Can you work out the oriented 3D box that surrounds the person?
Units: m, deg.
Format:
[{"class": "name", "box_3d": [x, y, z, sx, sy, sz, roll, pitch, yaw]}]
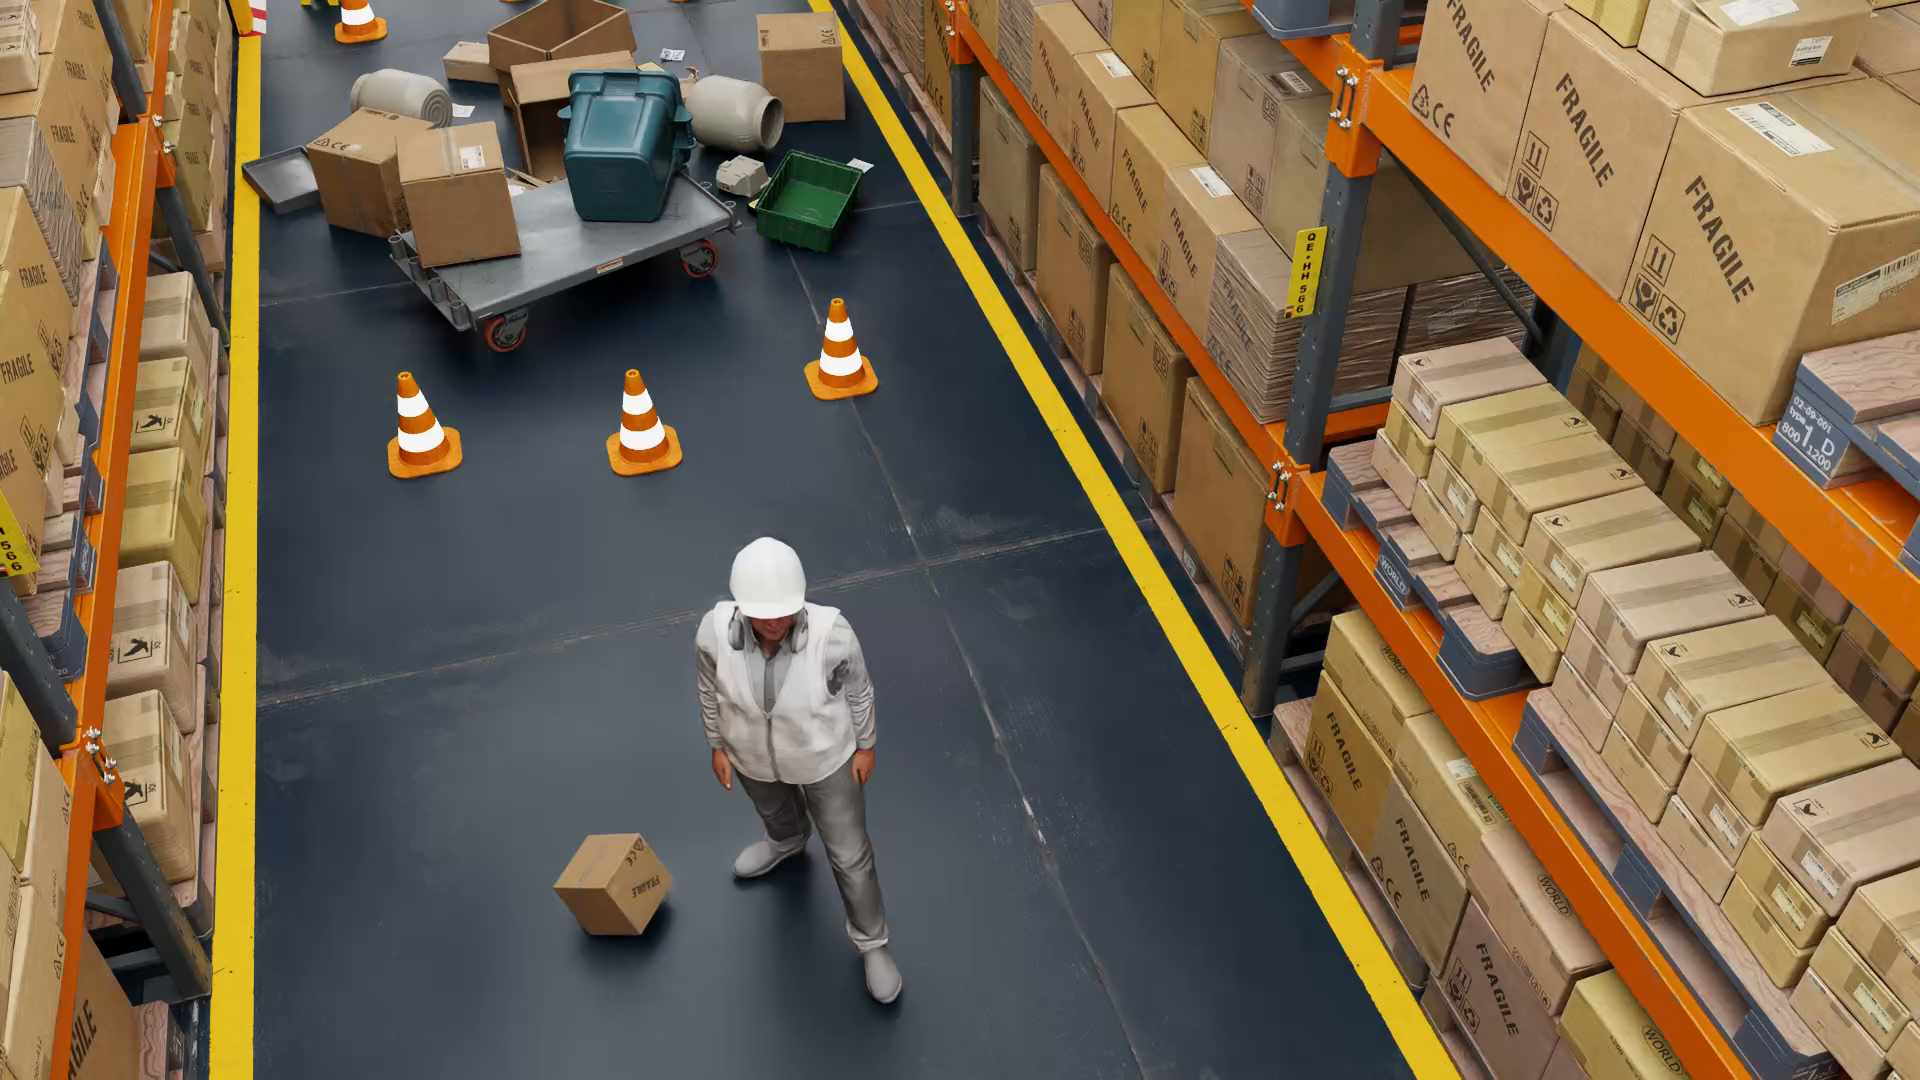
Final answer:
[{"class": "person", "box_3d": [-0.505, 0.696, 5.344, 0.711, 1.752, 0.709, 6, 42, 7]}]
